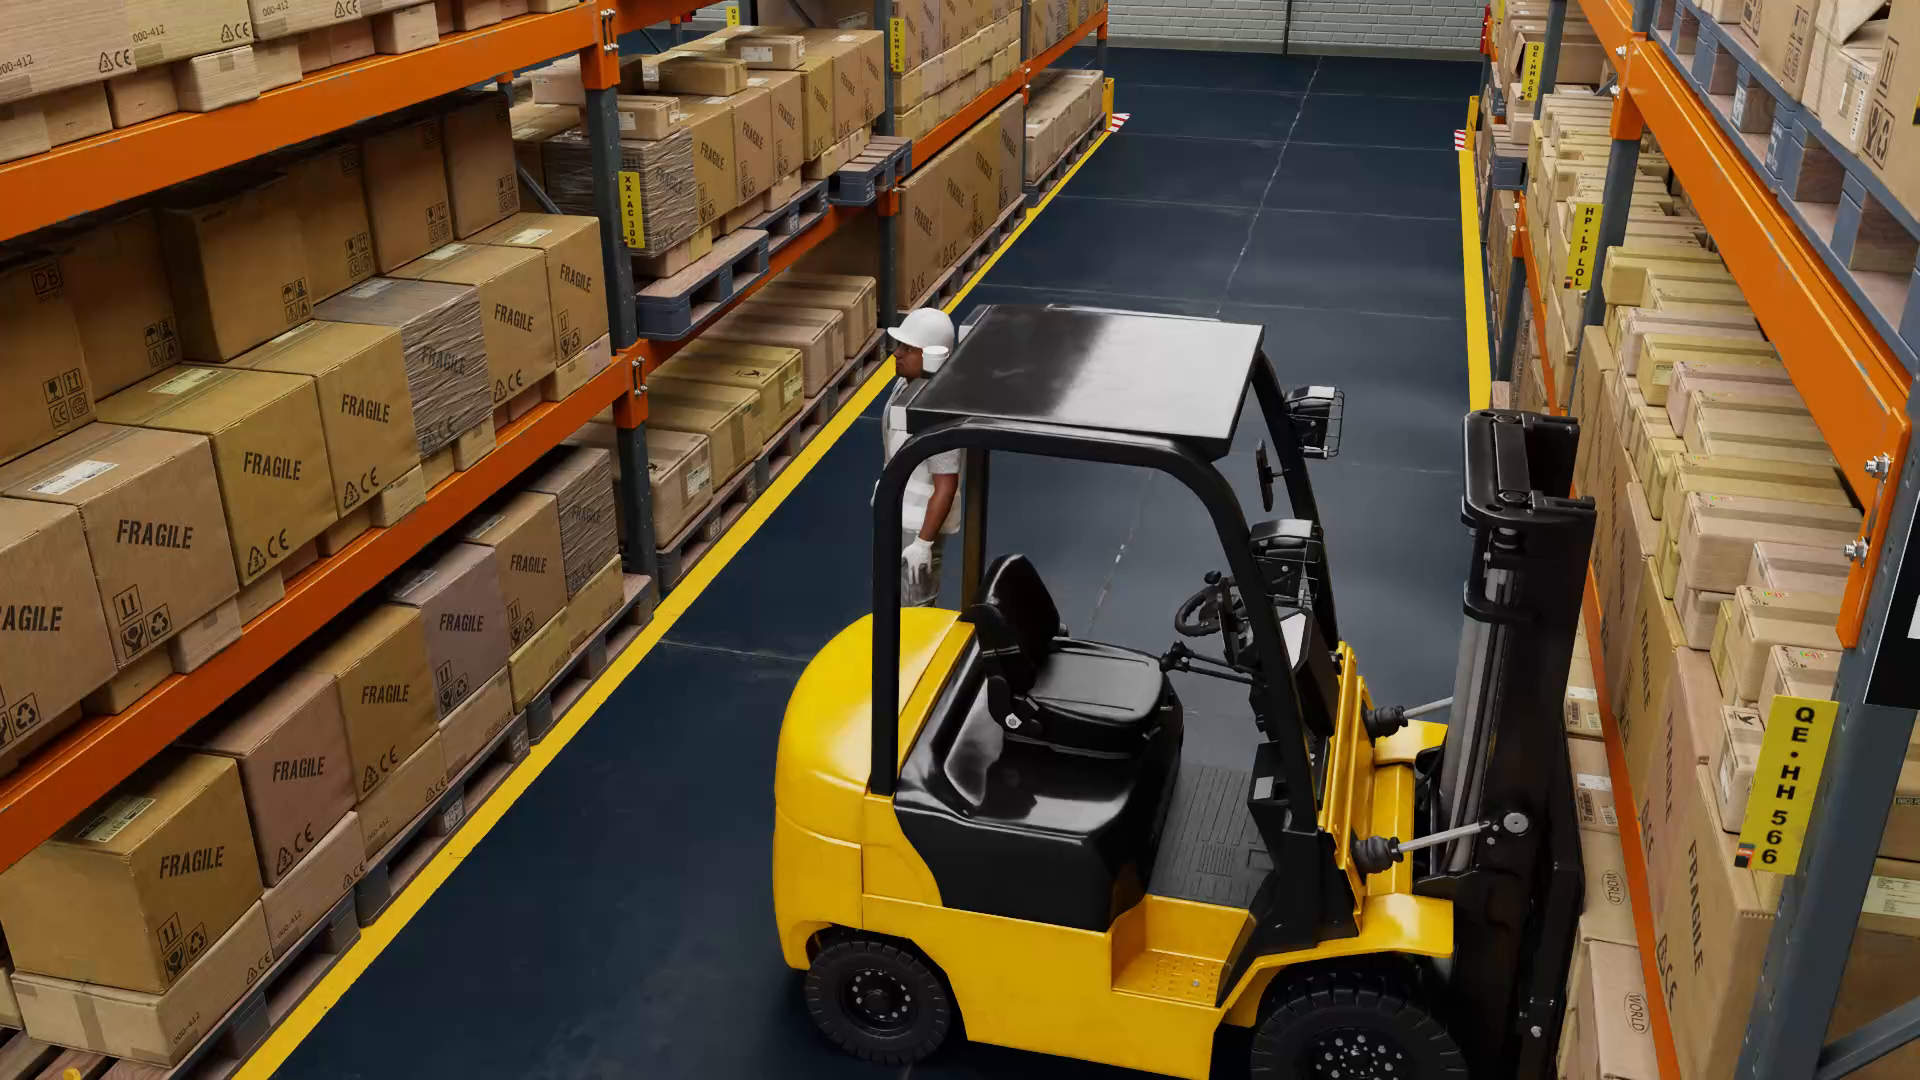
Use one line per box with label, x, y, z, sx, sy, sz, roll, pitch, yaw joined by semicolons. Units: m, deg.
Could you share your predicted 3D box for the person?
person;-0.264;-0.085;6.744;0.574;1.783;0.657;-6;26;-13
